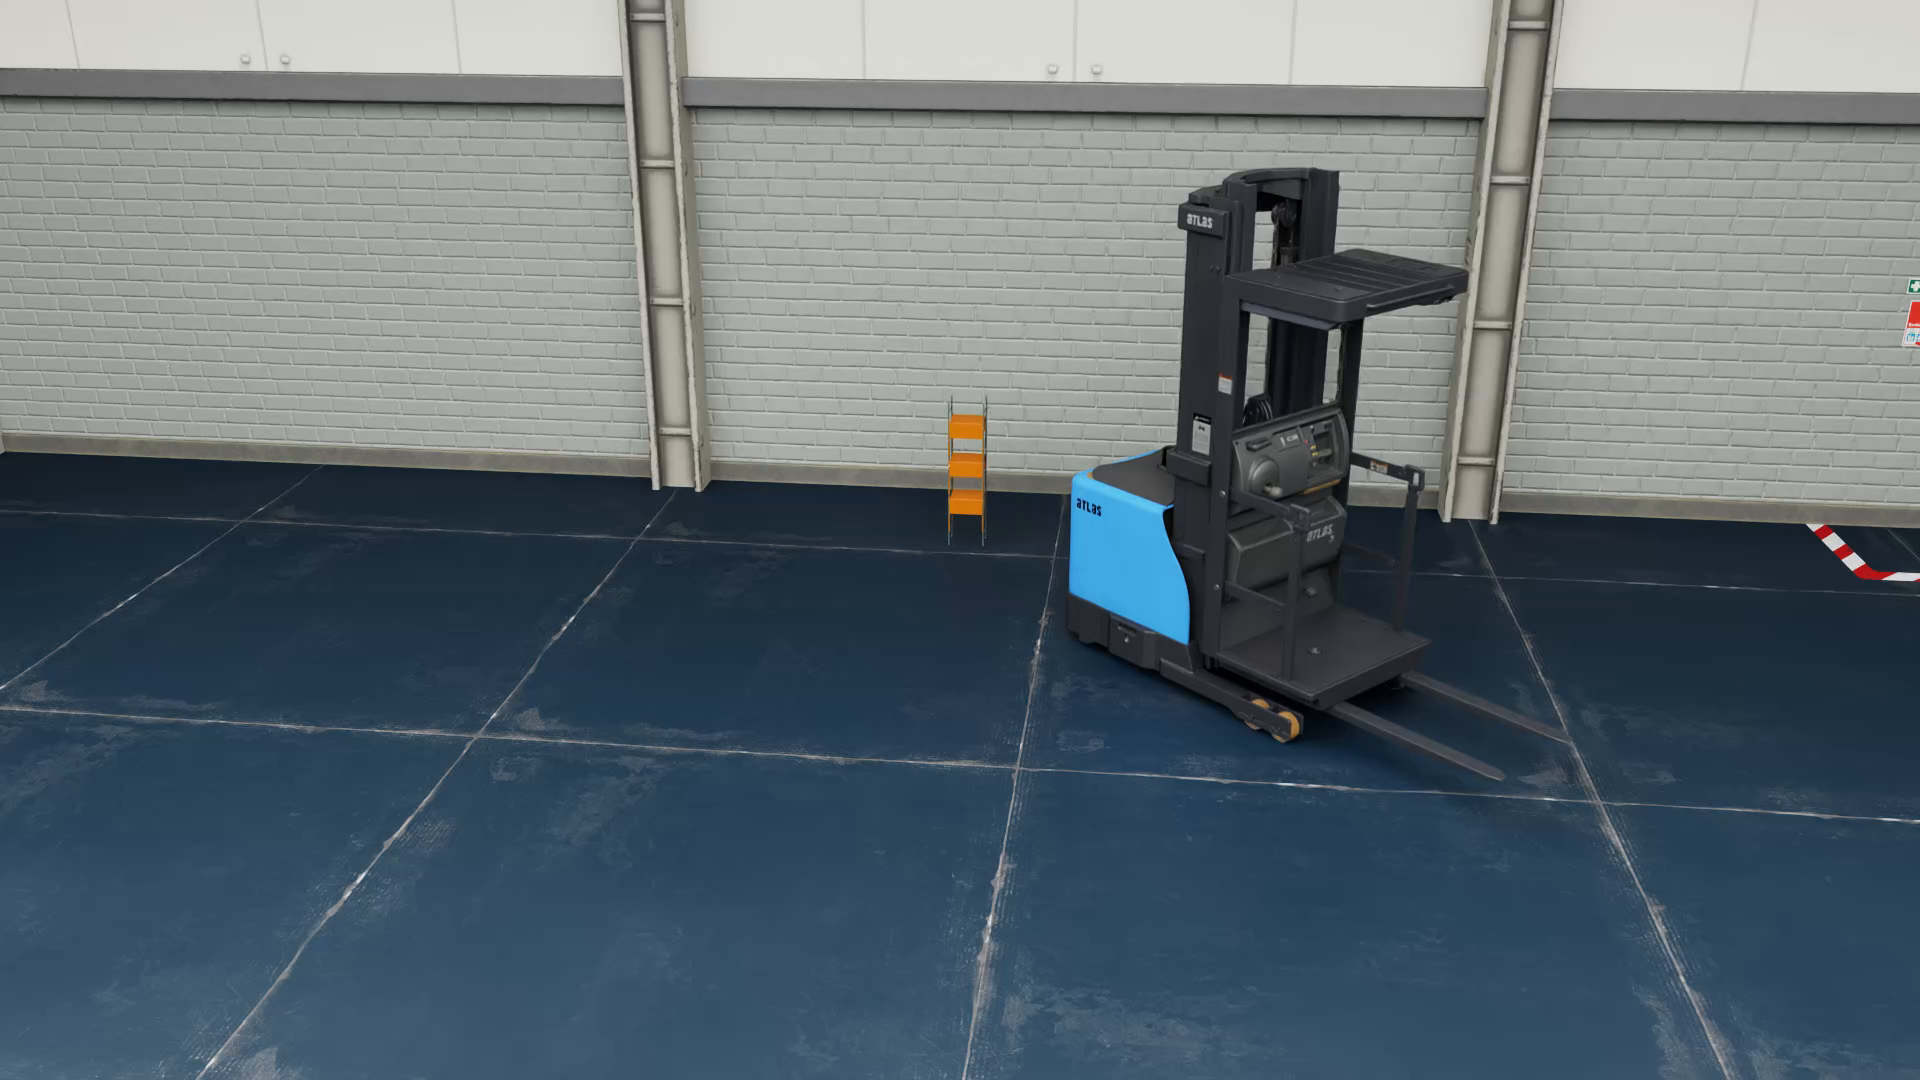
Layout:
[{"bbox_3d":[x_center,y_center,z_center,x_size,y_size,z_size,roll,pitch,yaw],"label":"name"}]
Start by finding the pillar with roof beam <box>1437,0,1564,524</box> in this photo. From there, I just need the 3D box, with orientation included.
[{"bbox_3d":[3.272,-2.794,6.768,0.400,9.000,9.100,2,22,6],"label":"pillar with roof beam"}]

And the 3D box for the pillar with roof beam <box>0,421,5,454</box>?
[{"bbox_3d":[-8.645,-3.314,8.082,0.400,9.000,9.100,2,22,6],"label":"pillar with roof beam"}]

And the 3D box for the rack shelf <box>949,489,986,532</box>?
[{"bbox_3d":[0.053,-0.218,11.847,0.240,0.259,0.215,2,22,6],"label":"rack shelf"}]

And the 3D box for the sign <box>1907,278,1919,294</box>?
[{"bbox_3d":[6.754,-1.759,11.539,0.331,0.109,0.001,2,22,6],"label":"sign"}]

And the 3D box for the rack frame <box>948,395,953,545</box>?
[{"bbox_3d":[-0.068,-0.491,11.754,0.008,1.050,0.200,2,22,6],"label":"rack frame"}]

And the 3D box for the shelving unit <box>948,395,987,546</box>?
[{"bbox_3d":[0.053,-0.486,11.741,0.252,1.050,0.215,2,22,6],"label":"shelving unit"}]

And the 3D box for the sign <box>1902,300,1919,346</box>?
[{"bbox_3d":[6.750,-1.516,11.645,0.234,0.329,0.001,2,22,6],"label":"sign"}]

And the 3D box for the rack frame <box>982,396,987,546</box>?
[{"bbox_3d":[0.174,-0.481,11.728,0.008,1.050,0.200,2,22,6],"label":"rack frame"}]

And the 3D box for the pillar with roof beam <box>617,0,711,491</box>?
[{"bbox_3d":[-2.687,-3.054,7.425,0.400,9.000,9.100,2,22,6],"label":"pillar with roof beam"}]

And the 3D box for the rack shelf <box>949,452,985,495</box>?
[{"bbox_3d":[0.053,-0.476,11.745,0.240,0.259,0.215,2,22,6],"label":"rack shelf"}]

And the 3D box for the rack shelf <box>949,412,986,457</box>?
[{"bbox_3d":[0.053,-0.740,11.641,0.240,0.259,0.215,2,22,6],"label":"rack shelf"}]

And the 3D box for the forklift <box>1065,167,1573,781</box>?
[{"bbox_3d":[1.987,-0.462,9.121,1.130,2.935,3.031,-17,27,-36],"label":"forklift"}]
